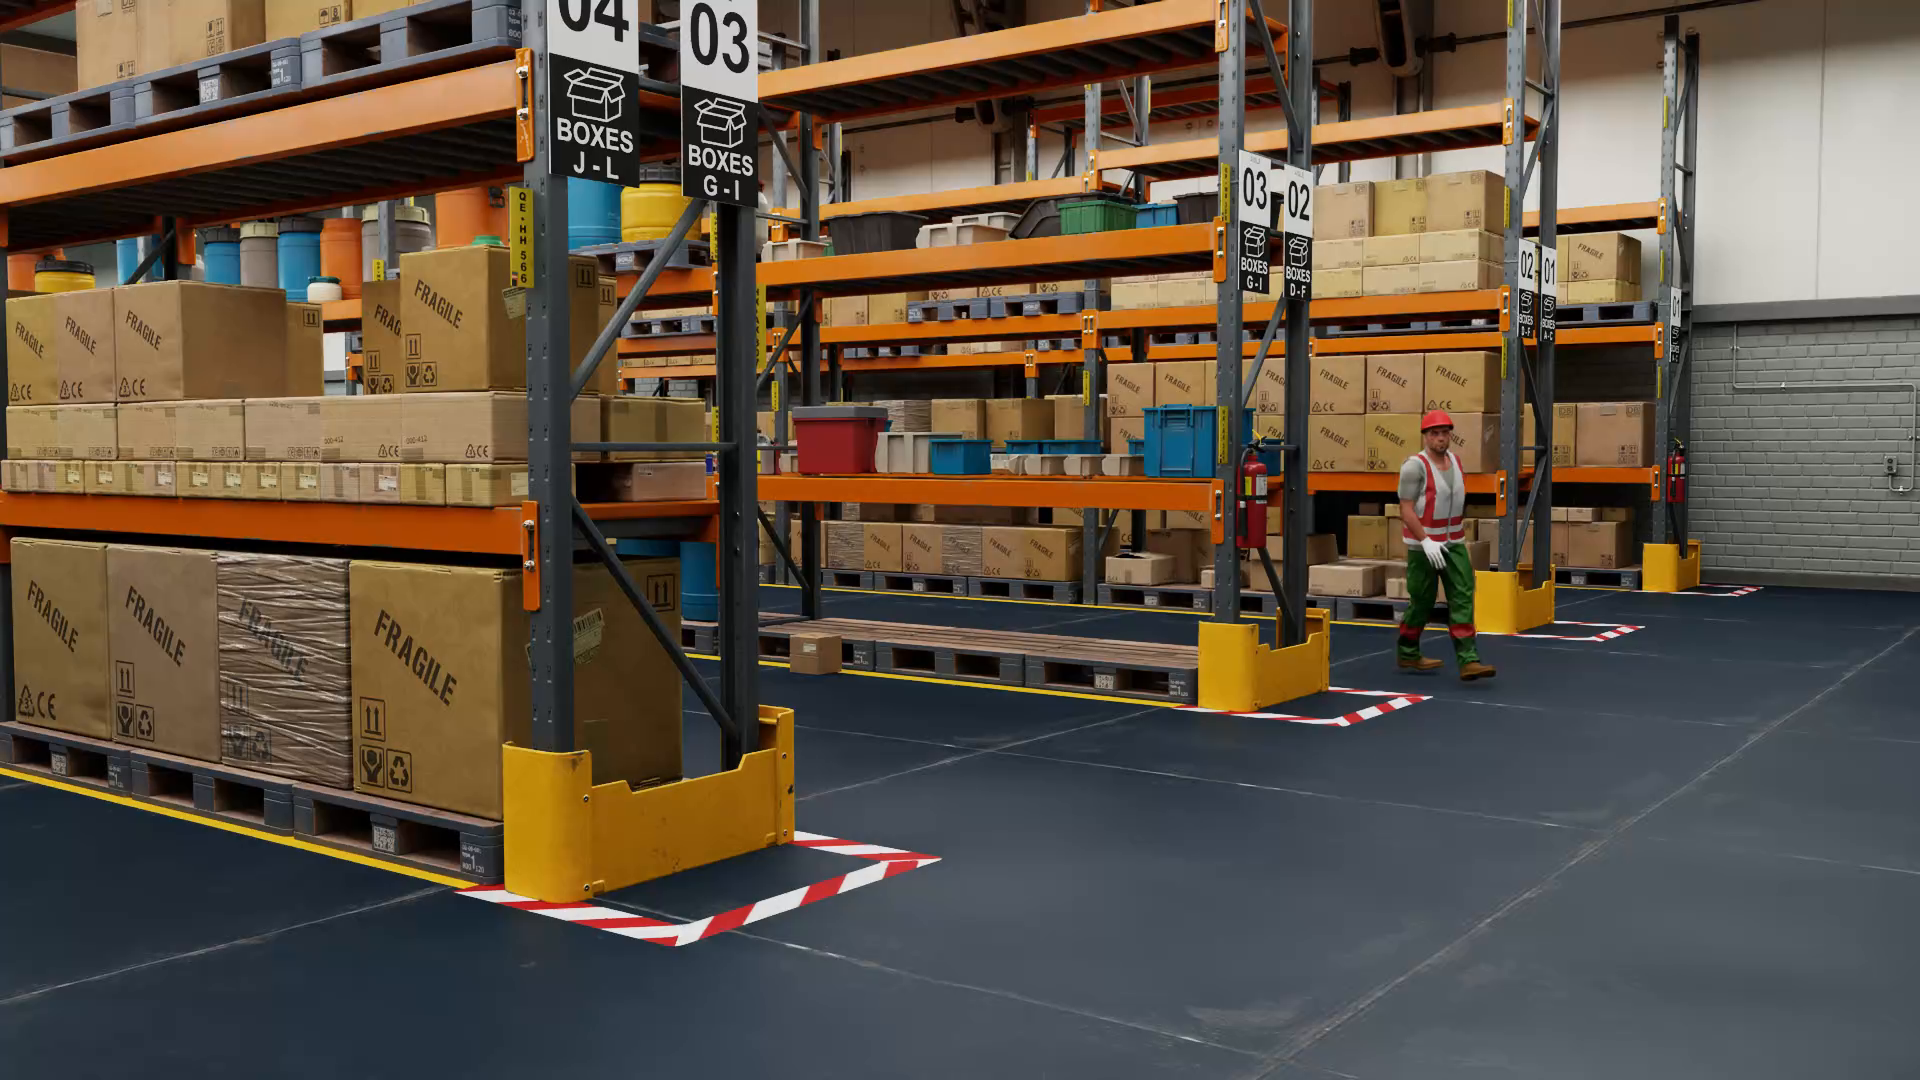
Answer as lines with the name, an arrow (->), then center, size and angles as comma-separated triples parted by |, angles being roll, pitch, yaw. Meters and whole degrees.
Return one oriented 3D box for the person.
person -> 3.081, 0.028, 10.700 | 0.571, 1.729, 0.968 | -1, 3, -21
